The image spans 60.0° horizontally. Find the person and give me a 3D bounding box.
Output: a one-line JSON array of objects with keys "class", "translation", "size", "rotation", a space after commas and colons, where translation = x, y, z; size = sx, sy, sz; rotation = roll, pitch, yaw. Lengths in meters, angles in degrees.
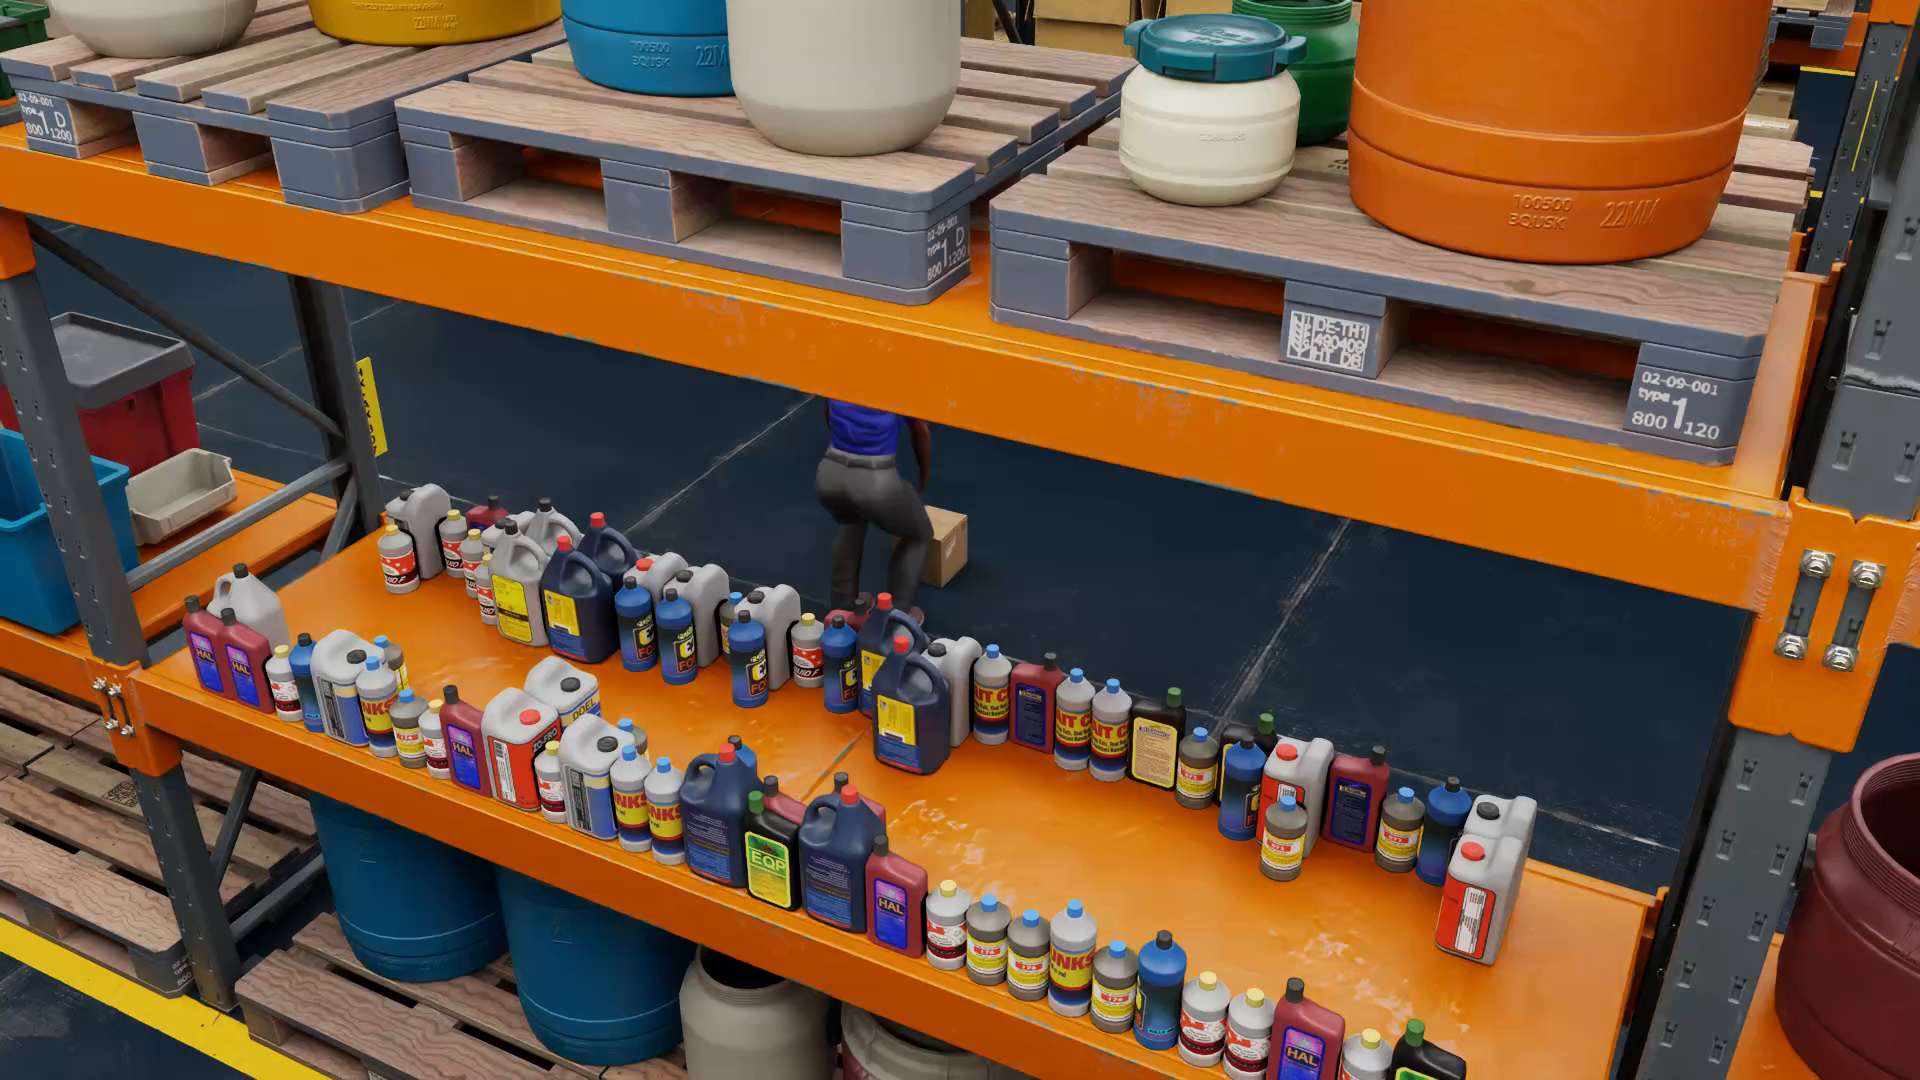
[{"class": "person", "translation": [-0.375, -0.283, 6.849], "size": [0.492, 1.441, 0.577], "rotation": [15, 33, 24]}]
